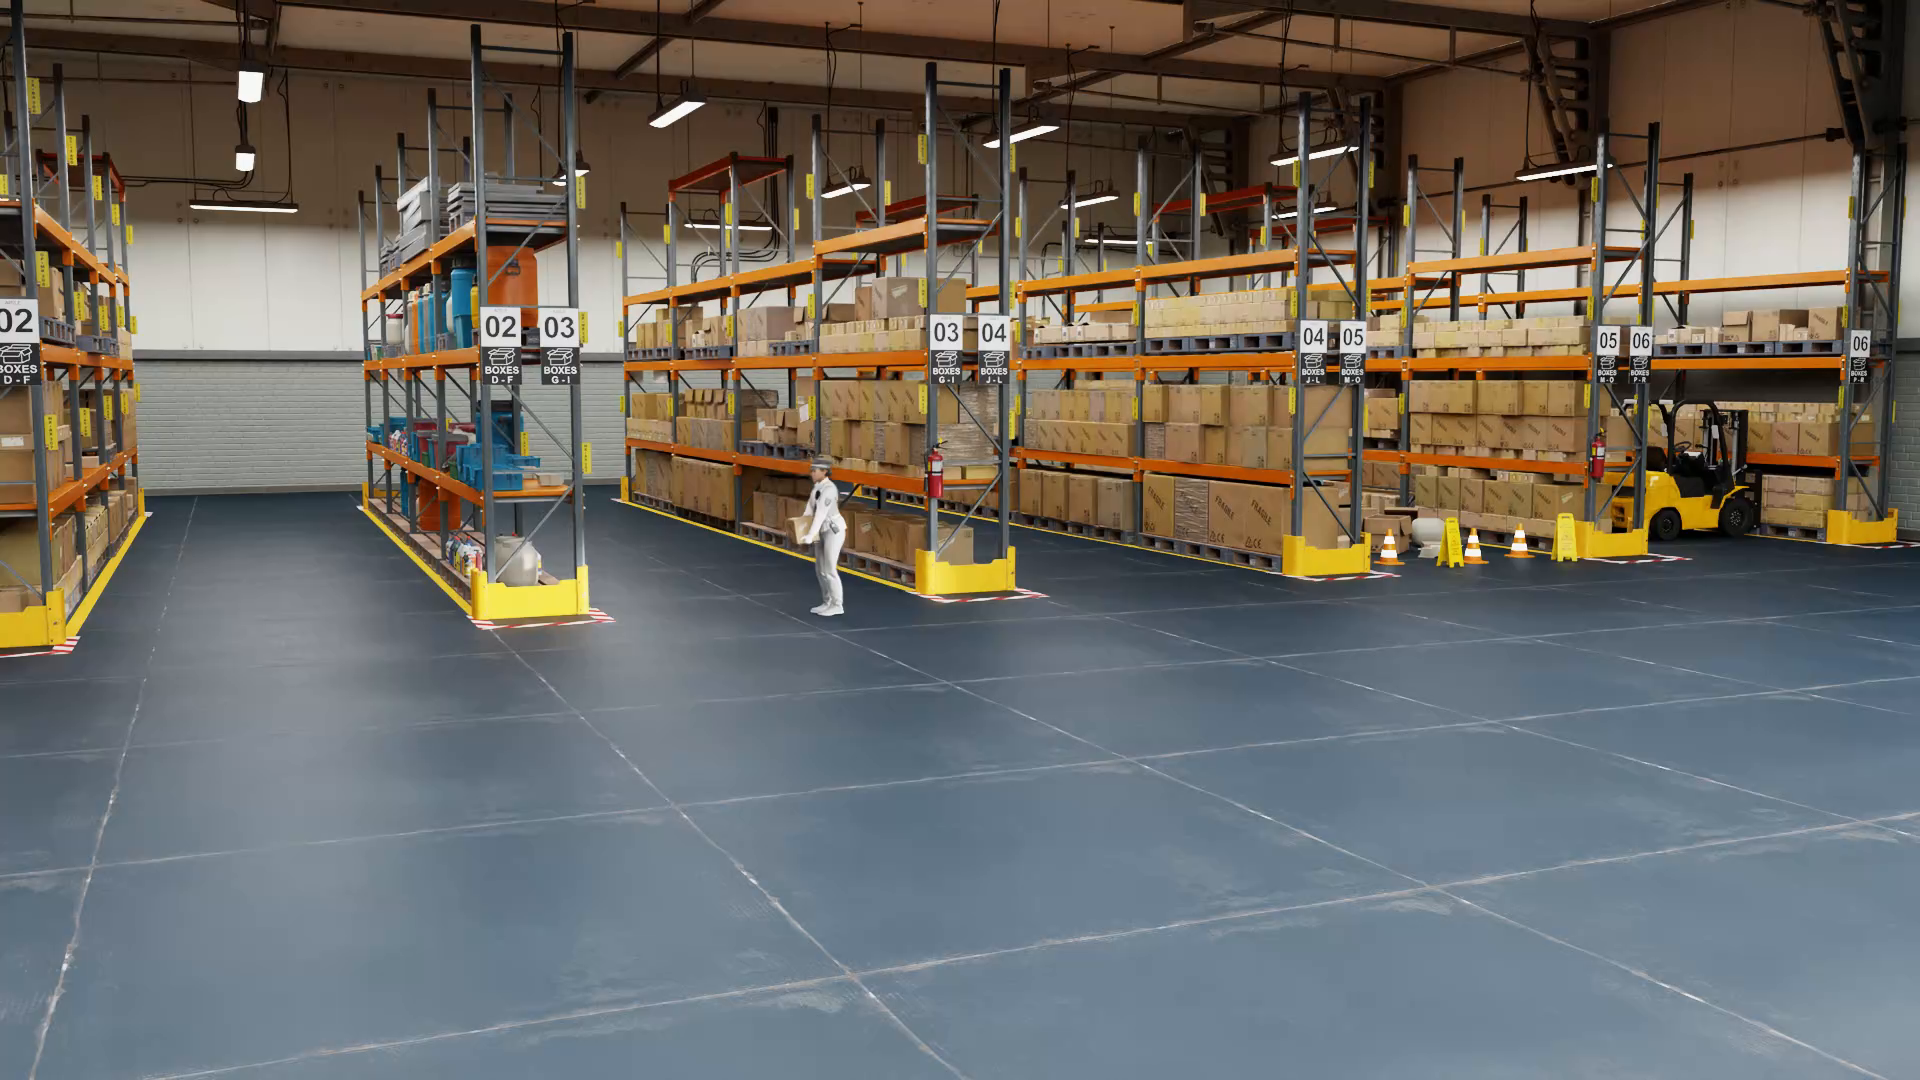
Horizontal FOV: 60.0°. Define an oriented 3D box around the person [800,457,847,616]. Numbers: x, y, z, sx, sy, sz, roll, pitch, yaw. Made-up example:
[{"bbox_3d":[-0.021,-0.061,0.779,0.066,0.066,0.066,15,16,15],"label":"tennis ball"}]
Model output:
[{"bbox_3d":[-1.468,-0.040,17.462,0.534,1.665,0.415,-3,6,-25],"label":"person"}]
